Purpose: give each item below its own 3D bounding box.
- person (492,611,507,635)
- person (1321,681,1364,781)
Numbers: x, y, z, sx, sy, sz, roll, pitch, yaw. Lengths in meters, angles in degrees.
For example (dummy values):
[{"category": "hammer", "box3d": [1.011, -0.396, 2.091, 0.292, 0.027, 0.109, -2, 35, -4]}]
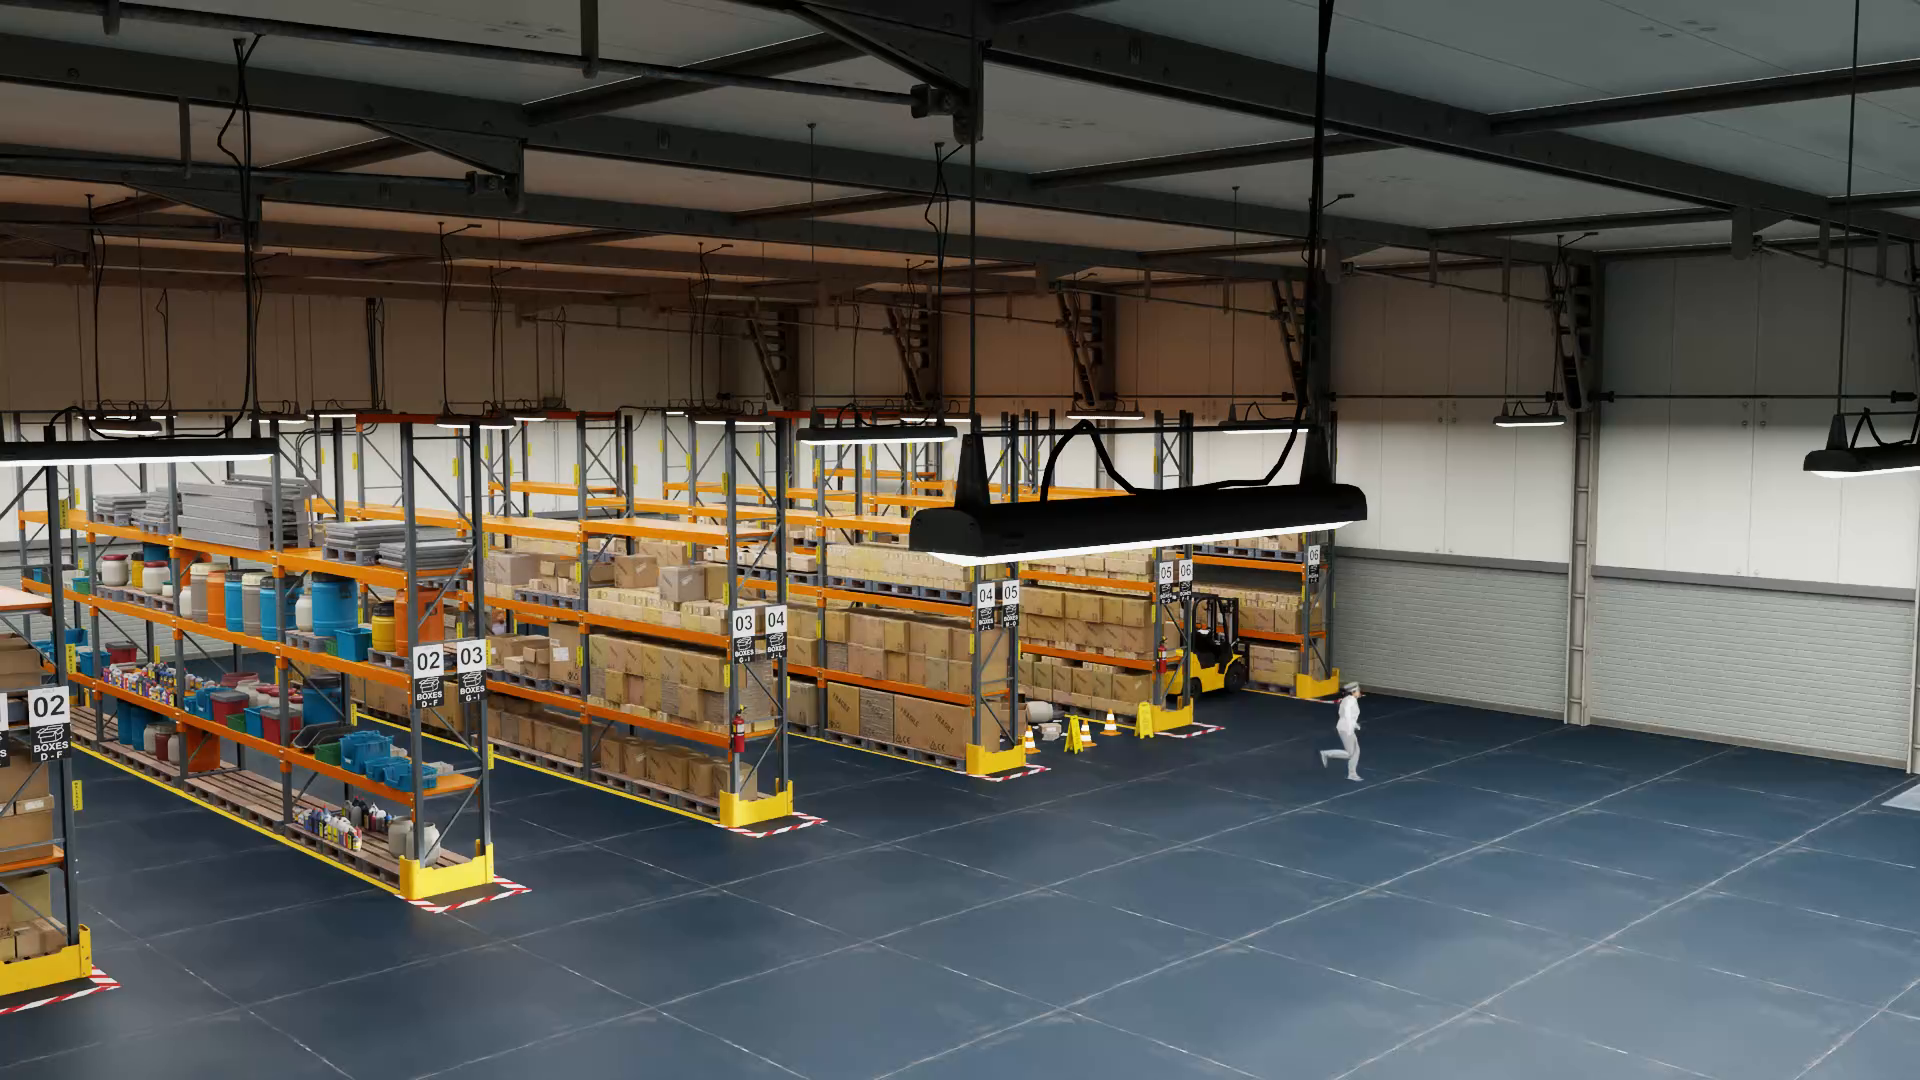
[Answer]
[{"category": "person", "box3d": [-9.968, 2.387, 36.232, 0.611, 1.644, 0.858, -3, 6, -33]}, {"category": "person", "box3d": [6.310, 3.153, 27.412, 0.726, 1.658, 0.631, 0, 5, 4]}]
